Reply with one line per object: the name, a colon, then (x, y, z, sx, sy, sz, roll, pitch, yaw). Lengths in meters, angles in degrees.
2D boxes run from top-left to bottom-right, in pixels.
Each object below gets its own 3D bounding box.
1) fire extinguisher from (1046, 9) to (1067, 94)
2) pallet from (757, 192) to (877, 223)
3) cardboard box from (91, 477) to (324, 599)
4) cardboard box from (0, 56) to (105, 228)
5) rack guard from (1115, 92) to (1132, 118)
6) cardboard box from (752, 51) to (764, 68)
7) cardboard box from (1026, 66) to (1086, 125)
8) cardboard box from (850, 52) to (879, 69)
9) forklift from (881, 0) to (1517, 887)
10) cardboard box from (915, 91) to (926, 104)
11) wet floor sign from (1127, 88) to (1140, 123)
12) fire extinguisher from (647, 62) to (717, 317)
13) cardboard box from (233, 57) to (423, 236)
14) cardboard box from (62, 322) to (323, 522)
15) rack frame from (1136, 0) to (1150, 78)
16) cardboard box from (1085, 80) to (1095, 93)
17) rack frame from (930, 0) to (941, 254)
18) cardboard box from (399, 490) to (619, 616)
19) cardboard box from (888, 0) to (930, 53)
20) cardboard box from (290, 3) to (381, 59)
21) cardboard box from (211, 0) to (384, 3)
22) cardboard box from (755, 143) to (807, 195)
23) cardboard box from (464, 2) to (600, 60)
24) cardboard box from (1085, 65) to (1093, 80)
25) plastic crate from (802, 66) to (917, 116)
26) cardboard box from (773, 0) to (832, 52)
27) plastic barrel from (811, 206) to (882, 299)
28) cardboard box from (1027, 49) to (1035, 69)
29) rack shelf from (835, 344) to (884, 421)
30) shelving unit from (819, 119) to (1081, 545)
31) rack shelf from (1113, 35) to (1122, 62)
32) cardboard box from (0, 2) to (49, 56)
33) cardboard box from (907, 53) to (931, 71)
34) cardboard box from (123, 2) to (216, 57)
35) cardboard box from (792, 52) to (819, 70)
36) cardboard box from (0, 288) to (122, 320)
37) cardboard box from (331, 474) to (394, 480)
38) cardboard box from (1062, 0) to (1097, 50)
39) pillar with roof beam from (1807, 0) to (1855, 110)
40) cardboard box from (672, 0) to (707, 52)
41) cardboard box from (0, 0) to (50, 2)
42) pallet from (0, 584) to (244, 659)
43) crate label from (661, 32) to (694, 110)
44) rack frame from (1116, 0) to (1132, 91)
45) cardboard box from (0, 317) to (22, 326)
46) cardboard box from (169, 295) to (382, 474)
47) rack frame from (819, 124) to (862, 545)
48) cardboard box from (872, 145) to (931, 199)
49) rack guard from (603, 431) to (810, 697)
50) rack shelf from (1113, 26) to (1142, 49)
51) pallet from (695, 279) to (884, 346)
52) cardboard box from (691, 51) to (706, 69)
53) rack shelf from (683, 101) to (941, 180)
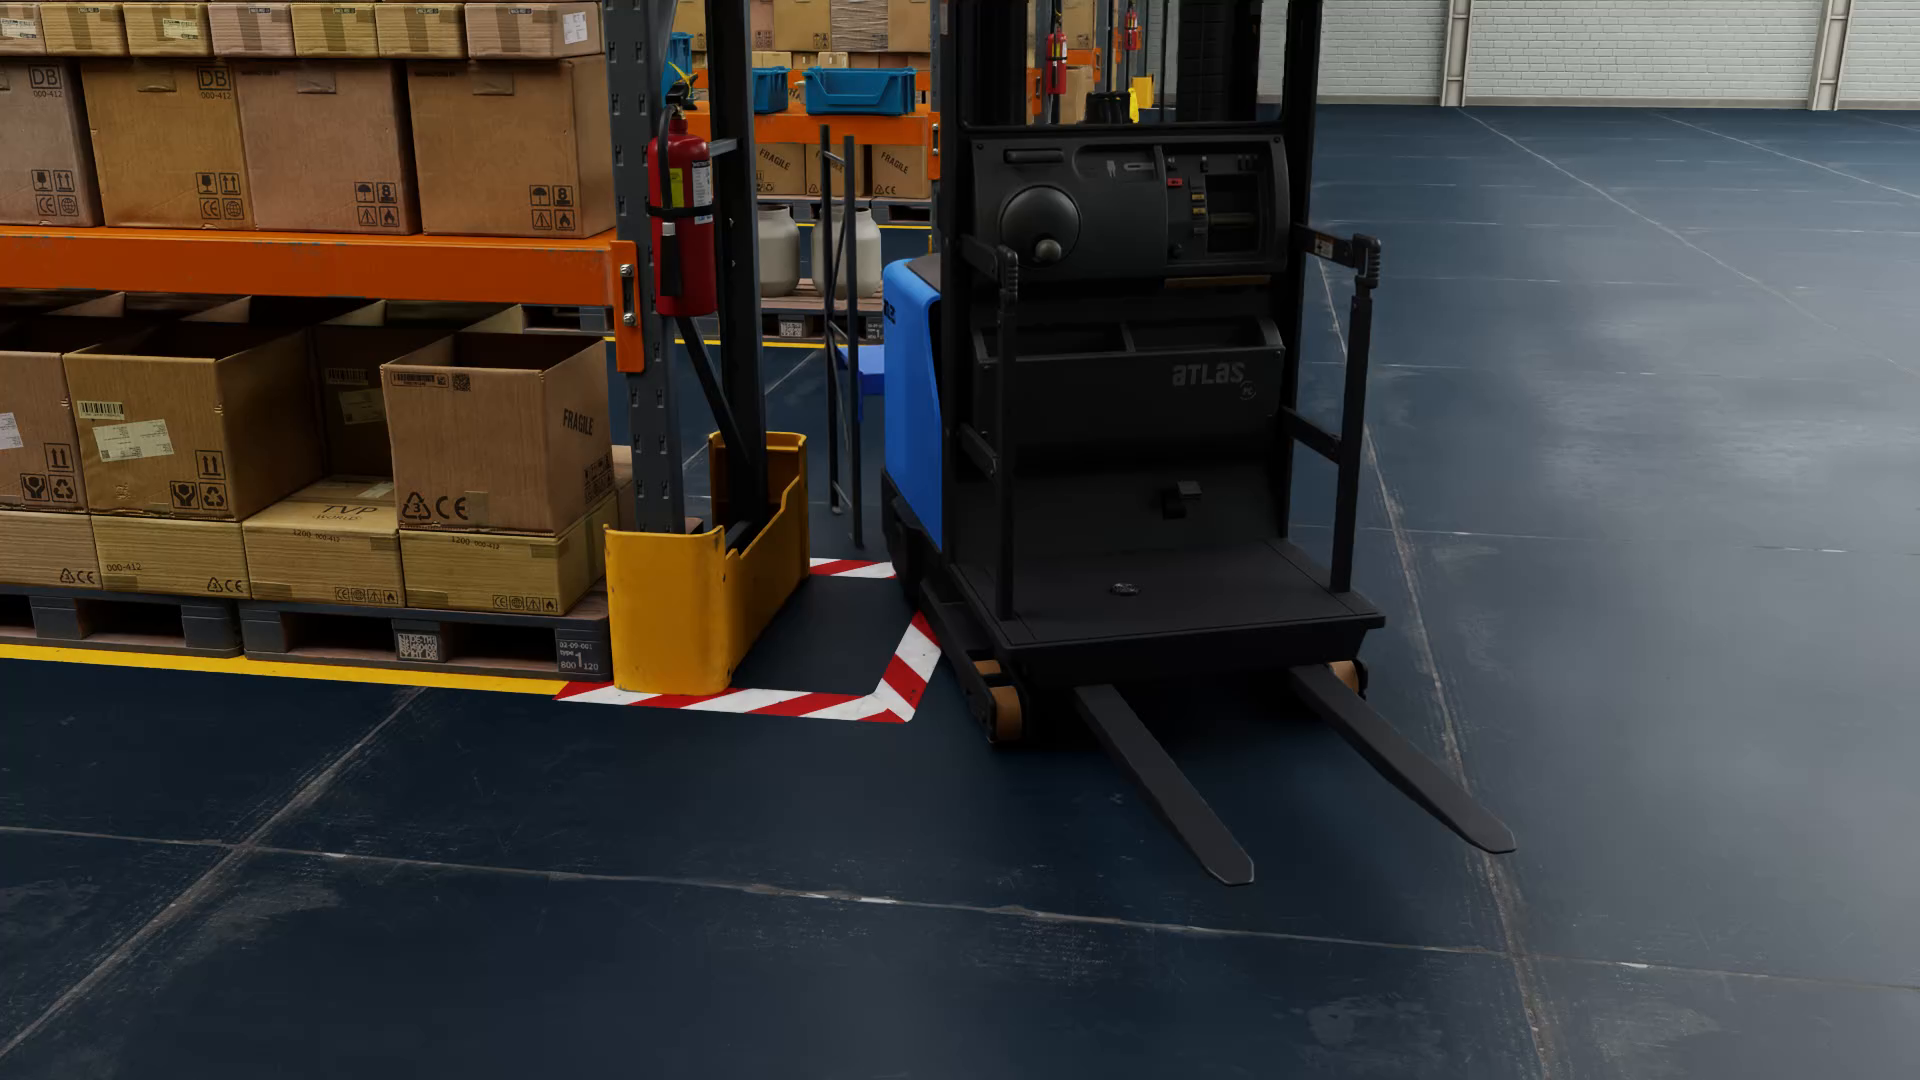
fire extinguisher: (0.803, -4.066, 13.849, 0.183, 0.674, 0.296, 3, 19, 9)
pallet: (-1.310, -3.048, 15.080, 1.213, 0.211, 1.003, 3, 19, 9)
cardboard box: (-2.378, -0.025, 5.322, 0.500, 0.250, 0.500, 3, 19, 9)
cardboard box: (-2.800, -1.301, 5.307, 0.500, 0.500, 0.700, 3, 19, 10)
rack guard: (2.259, -6.176, 23.972, 0.348, 0.500, 1.175, 3, 19, 9)
cardboard box: (-1.784, -4.175, 14.448, 0.250, 0.149, 0.380, 3, 19, 9)
cardboard box: (0.969, -5.006, 19.225, 0.875, 0.875, 0.875, 3, 19, 9)
cardboard box: (-0.788, -4.141, 14.348, 0.250, 0.149, 0.380, 3, 19, 9)
forklift: (0.541, -0.953, 4.533, 1.130, 2.935, 3.031, -4, 19, -12)
cardboard box: (-0.800, -5.097, 19.494, 0.875, 0.875, 0.875, 3, 19, 9)
wet floor sign: (2.352, -5.896, 22.907, 0.232, 0.644, 0.267, 10, 21, 27)
fire extinguisher: (-0.769, -0.961, 4.570, 0.183, 0.674, 0.296, 3, 19, 9)
cardboard box: (-1.791, -1.249, 5.151, 0.500, 0.500, 0.700, 3, 19, 10)
cardboard box: (-2.379, -0.380, 5.200, 0.500, 0.500, 0.500, 3, 19, 9)
rack frame: (3.118, -8.913, 28.213, 0.127, 3.000, 1.000, 3, 19, 9)
cardboard box: (2.115, -7.760, 28.441, 0.500, 0.250, 0.500, 3, 19, 9)
rack frame: (-0.023, -2.701, 9.648, 0.127, 3.000, 1.000, 3, 19, 9)
cardboard box: (-1.389, 0.021, 5.184, 0.500, 0.250, 0.500, 3, 19, 9)
cardboard box: (-0.289, -4.465, 14.294, 0.500, 0.500, 0.875, 3, 19, 9)
cardboard box: (-1.731, -1.489, 4.847, 0.250, 0.149, 0.380, 3, 19, 8)
cardboard box: (-1.844, -1.867, 4.953, 0.500, 0.500, 0.700, 2, 19, 7)
cardboard box: (-1.606, -3.402, 15.021, 0.500, 0.500, 0.500, 1, 19, 4)
cardboard box: (-1.220, -1.464, 4.771, 0.250, 0.149, 0.380, 3, 19, 8)
cardboard box: (2.095, -8.000, 28.369, 0.500, 0.250, 0.500, 3, 19, 8)
plastic crate: (-0.565, -2.562, 9.467, 0.616, 0.251, 0.499, 3, 19, 9)
cardboard box: (-1.267, -4.532, 14.495, 0.500, 0.500, 0.875, 3, 19, 9)
plastic barrel: (-0.685, -1.729, 10.003, 0.421, 0.512, 0.421, 0, 18, 0)
cardboard box: (0.519, -4.222, 14.591, 0.250, 0.149, 0.380, 3, 19, 9)
rack shelf: (0.043, -0.643, 6.427, 1.000, 0.185, 0.538, -5, 19, -14)
shelving unit: (0.043, -0.813, 6.370, 1.048, 1.500, 0.538, -5, 19, -14)
rack shelf: (0.360, -7.117, 23.979, 4.000, 0.370, 1.077, 3, 19, 9)
cardboard box: (-2.752, -1.541, 5.002, 0.250, 0.149, 0.380, 3, 19, 8)
cardboard box: (-0.298, -4.110, 14.255, 0.250, 0.149, 0.380, 3, 19, 9)
cardboard box: (-2.238, -1.516, 4.926, 0.250, 0.149, 0.380, 4, 19, 10)
cardboard box: (-1.285, -4.160, 14.405, 0.250, 0.149, 0.380, 3, 19, 9)
cardboard box: (-3.283, -0.594, 5.840, 0.500, 0.500, 0.500, 3, 19, 9)
cardboard box: (-1.801, -0.165, 5.741, 0.500, 0.250, 0.500, 3, 19, 9)
cardboard box: (1.276, -5.877, 18.904, 0.550, 0.550, 0.875, 3, 19, 9)
pillar with roof beam: (13.739, -10.122, 22.373, 0.400, 9.000, 9.100, 3, 19, 9)
cardboard box: (-2.264, -4.564, 14.590, 0.500, 0.500, 0.875, 3, 19, 9)
cardboard box: (-2.836, -1.917, 5.103, 0.500, 0.500, 0.700, 3, 19, 9)
pallet: (-2.775, 0.086, 5.715, 1.213, 0.211, 1.003, 3, 19, 9)
crate label: (-1.883, -2.726, 9.666, 0.616, 0.435, 0.502, 3, 19, 9)
rack frame: (2.335, -7.357, 23.564, 0.127, 3.000, 1.000, 3, 19, 9)
cardboard box: (-3.366, -0.430, 5.350, 0.500, 0.500, 0.500, 3, 19, 9)
cardboard box: (-2.296, -0.542, 5.687, 0.500, 0.500, 0.500, 3, 19, 9)
rack frame: (-0.448, -0.771, 6.245, 0.032, 1.500, 0.500, -5, 19, -14)
cardboard box: (-0.447, -3.322, 14.783, 0.500, 0.500, 0.500, 8, 20, 23)
rack guard: (-0.789, 0.037, 5.404, 0.348, 0.500, 1.175, 3, 19, 9)
rack shelf: (1.143, -8.672, 28.627, 4.000, 0.370, 1.077, 3, 19, 9)
pallet: (-0.907, -1.410, 10.185, 1.213, 0.211, 1.003, 3, 19, 9)
cardboard box: (-2.278, -4.200, 14.523, 0.250, 0.149, 0.380, 3, 19, 9)
rack shelf: (-1.998, -2.460, 10.063, 4.000, 0.370, 1.077, 3, 19, 9)
